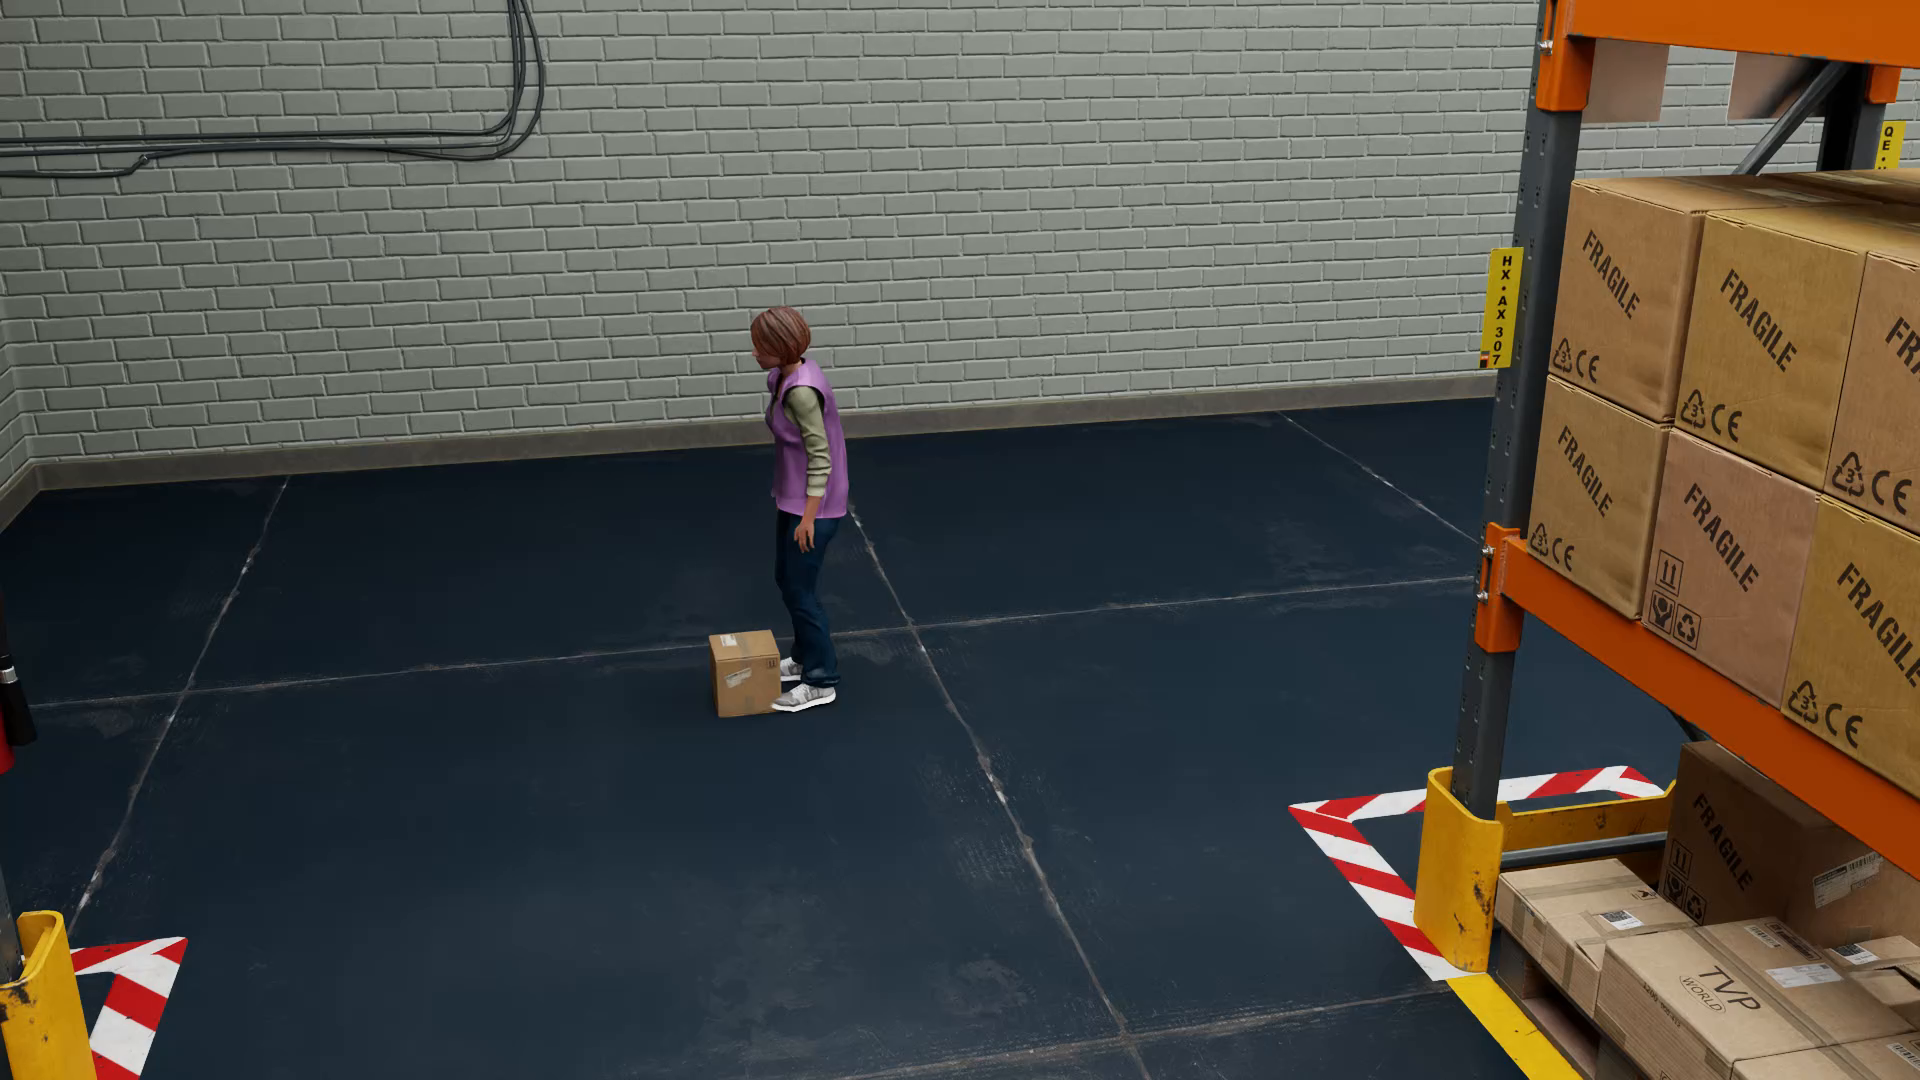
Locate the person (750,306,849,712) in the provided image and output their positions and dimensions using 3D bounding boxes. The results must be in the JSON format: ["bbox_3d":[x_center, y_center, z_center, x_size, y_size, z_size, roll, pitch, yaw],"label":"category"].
[{"bbox_3d":[-0.615,-0.117,6.430,0.347,1.581,0.484,-6,21,-16],"label":"person"}]
